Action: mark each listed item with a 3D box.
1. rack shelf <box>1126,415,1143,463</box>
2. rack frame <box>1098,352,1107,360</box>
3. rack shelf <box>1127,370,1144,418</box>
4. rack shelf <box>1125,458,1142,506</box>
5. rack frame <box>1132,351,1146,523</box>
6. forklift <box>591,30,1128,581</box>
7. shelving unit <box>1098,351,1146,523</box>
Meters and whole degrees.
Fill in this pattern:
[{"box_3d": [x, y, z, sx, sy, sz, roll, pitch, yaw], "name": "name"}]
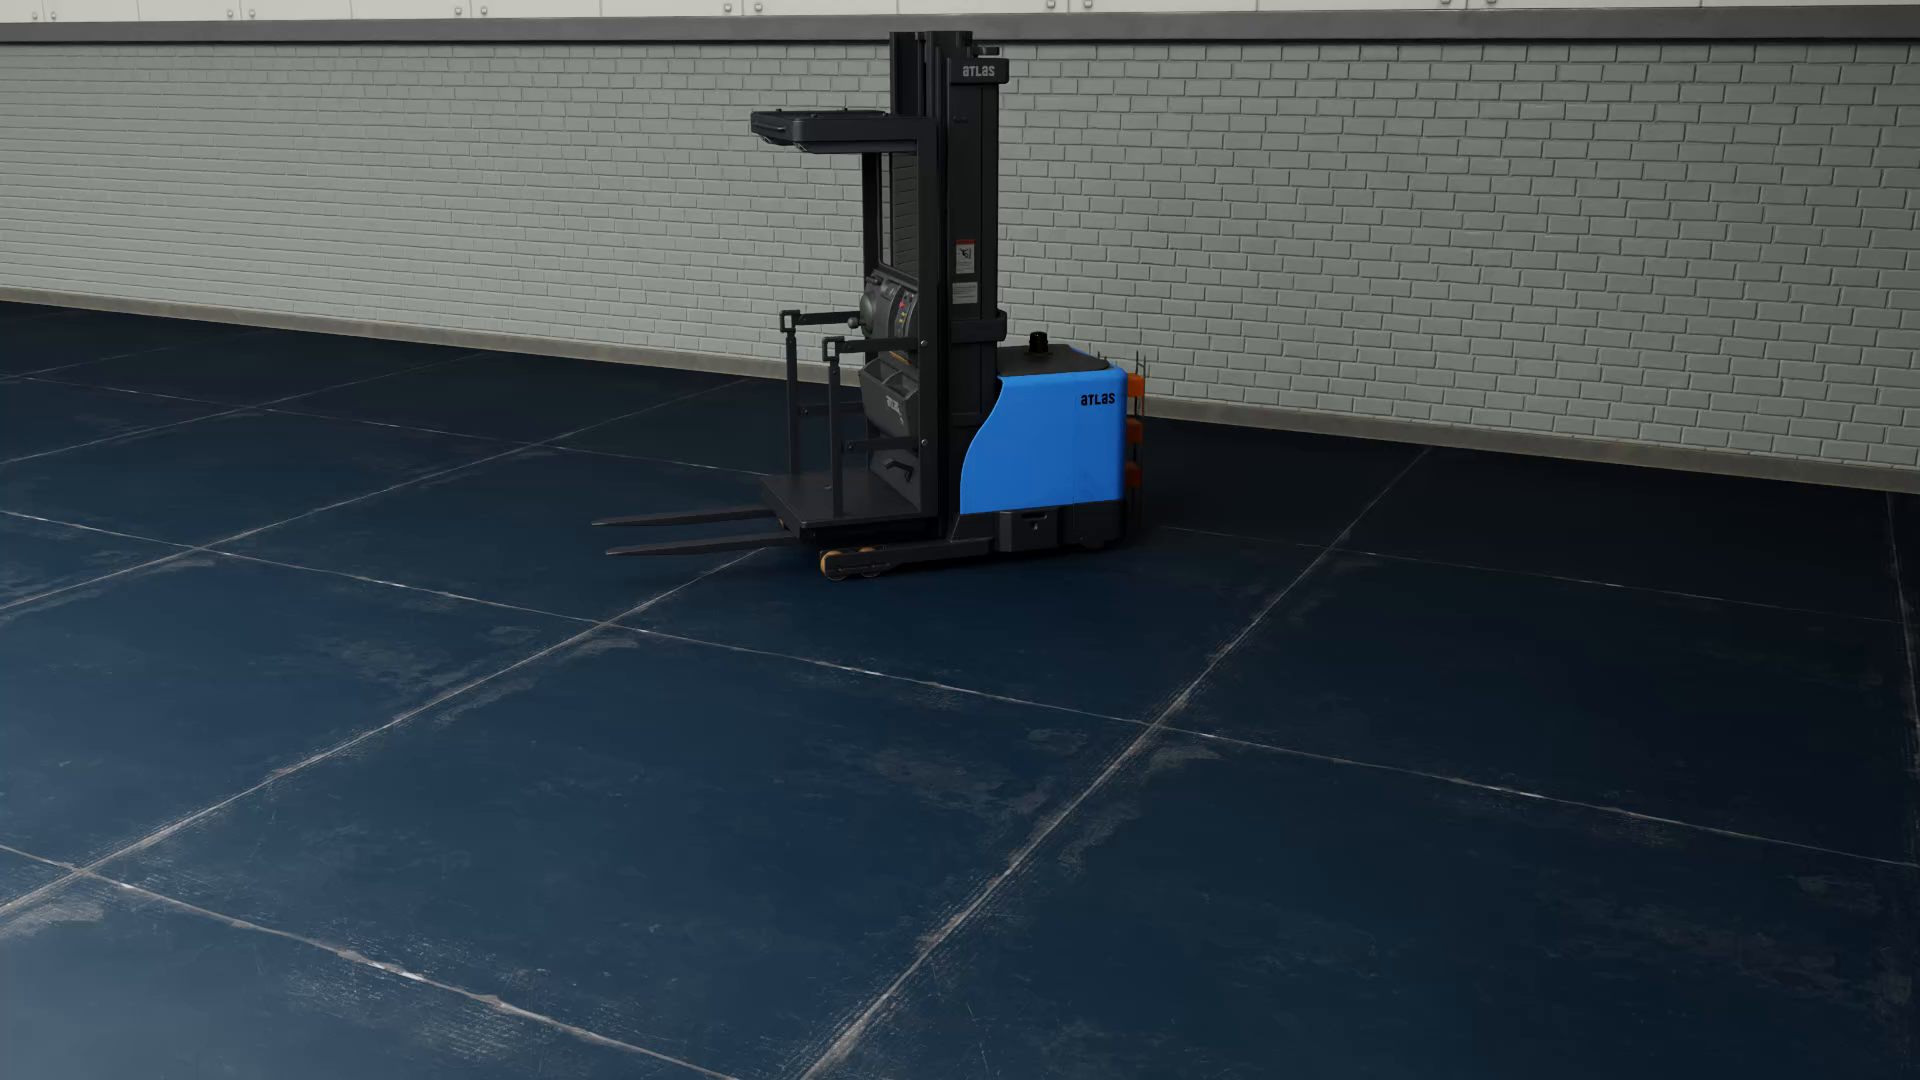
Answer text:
[{"box_3d": [0.990, -0.623, 10.310, 0.240, 0.259, 0.215, -2, 16, -8], "name": "rack shelf"}, {"box_3d": [0.869, -0.629, 10.290, 0.008, 1.050, 0.200, -2, 16, -8], "name": "rack frame"}, {"box_3d": [0.989, -0.897, 10.234, 0.240, 0.259, 0.215, -2, 16, -8], "name": "rack shelf"}, {"box_3d": [0.990, -0.356, 10.385, 0.240, 0.259, 0.215, -2, 16, -8], "name": "rack shelf"}, {"box_3d": [1.110, -0.639, 10.325, 0.008, 1.050, 0.200, -2, 16, -8], "name": "rack frame"}, {"box_3d": [-0.590, -1.347, 9.411, 3.031, 2.935, 1.130, -6, 17, -18], "name": "forklift"}, {"box_3d": [0.990, -0.634, 10.307, 0.252, 1.050, 0.215, -2, 16, -8], "name": "shelving unit"}]
